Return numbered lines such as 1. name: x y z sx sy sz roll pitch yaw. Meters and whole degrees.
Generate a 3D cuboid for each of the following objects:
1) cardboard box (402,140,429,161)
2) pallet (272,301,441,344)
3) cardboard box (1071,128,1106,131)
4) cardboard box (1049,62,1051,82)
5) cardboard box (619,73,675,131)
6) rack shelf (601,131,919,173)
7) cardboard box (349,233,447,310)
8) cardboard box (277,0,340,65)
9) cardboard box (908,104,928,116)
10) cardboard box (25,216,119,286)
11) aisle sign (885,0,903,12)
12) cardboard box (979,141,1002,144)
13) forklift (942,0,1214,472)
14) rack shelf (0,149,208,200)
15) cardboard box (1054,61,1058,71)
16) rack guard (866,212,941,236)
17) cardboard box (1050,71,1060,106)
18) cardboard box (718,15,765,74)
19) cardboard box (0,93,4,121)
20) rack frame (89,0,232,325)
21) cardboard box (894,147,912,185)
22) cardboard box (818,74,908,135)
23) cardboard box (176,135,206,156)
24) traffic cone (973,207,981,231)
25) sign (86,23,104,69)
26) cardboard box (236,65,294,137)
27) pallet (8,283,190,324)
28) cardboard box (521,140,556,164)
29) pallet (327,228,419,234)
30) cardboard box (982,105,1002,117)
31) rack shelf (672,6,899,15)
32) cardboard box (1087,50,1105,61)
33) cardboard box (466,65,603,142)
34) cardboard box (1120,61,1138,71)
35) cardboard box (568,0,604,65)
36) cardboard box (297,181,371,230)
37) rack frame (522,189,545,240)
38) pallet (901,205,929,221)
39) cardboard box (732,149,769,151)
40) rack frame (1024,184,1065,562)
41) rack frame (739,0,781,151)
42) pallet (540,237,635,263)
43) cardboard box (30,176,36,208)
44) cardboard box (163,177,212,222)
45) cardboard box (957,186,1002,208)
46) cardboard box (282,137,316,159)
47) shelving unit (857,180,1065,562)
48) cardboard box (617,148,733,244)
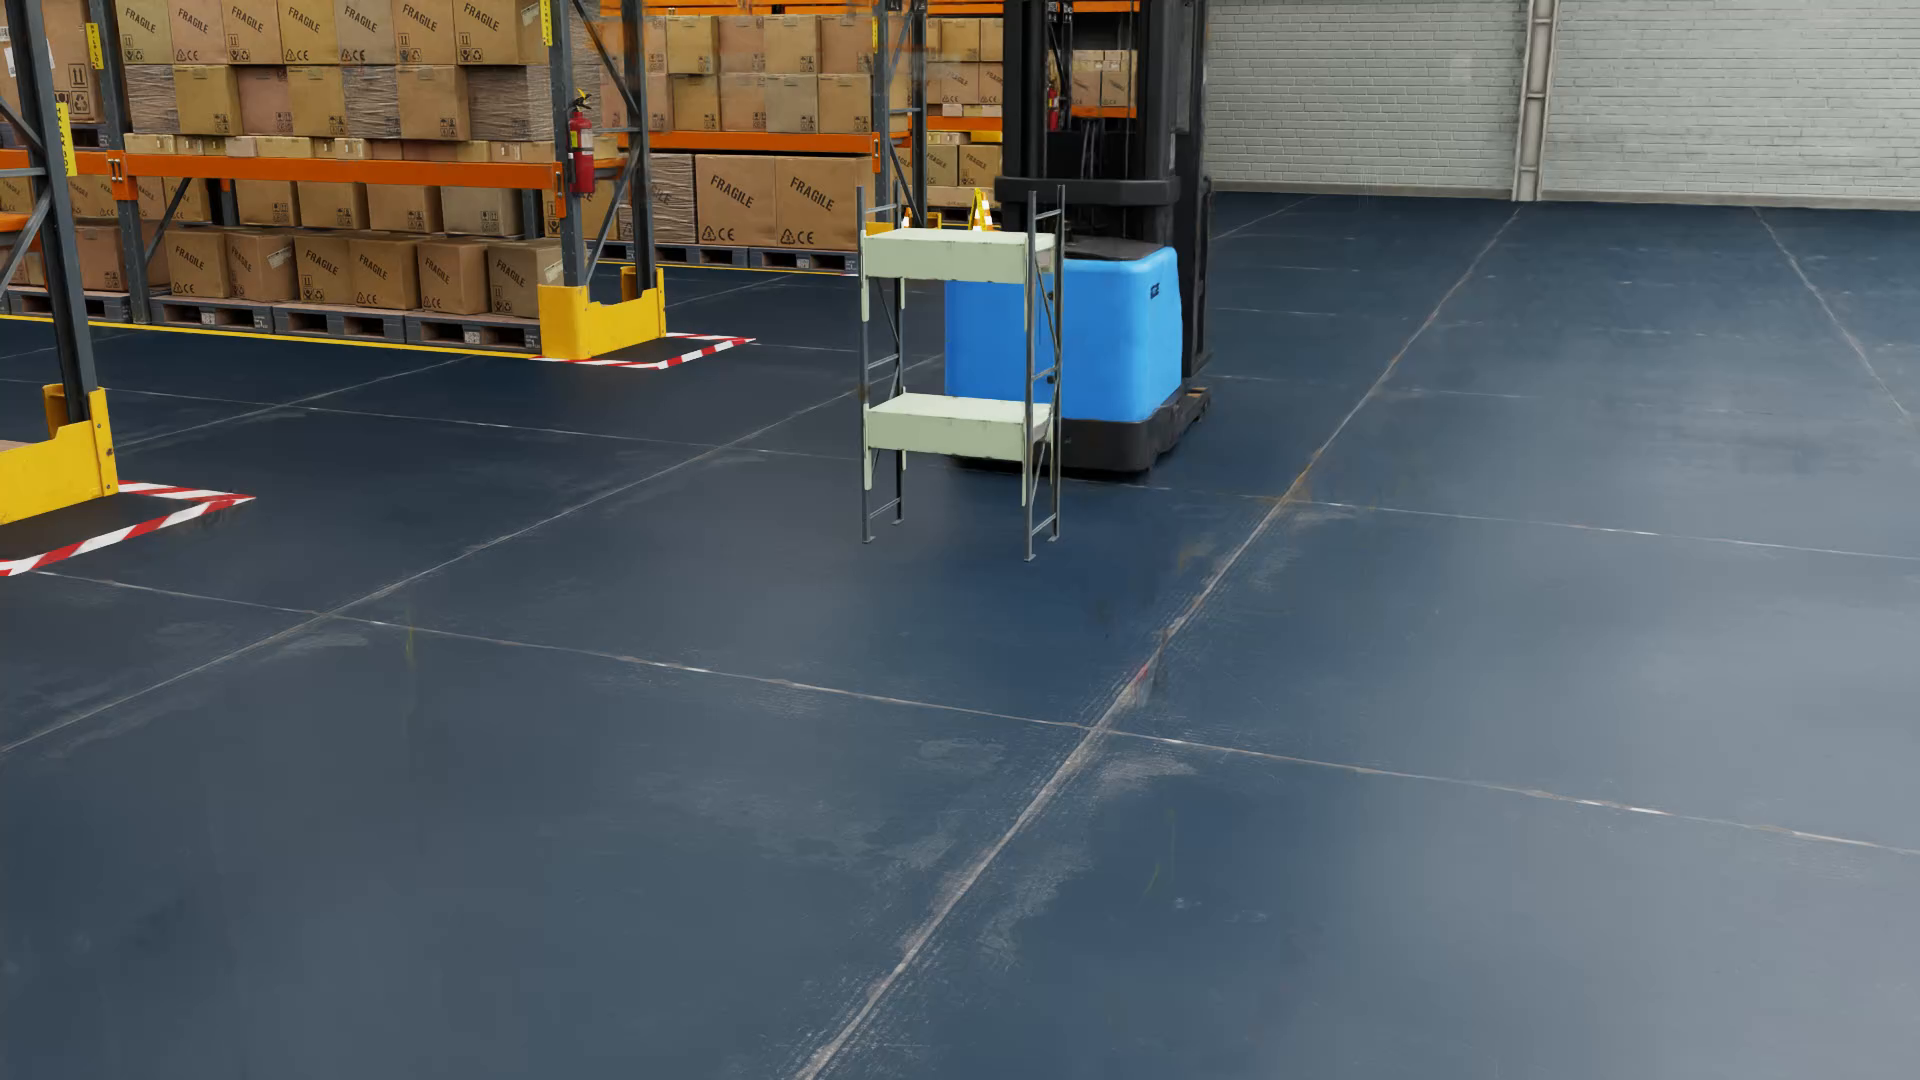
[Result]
1. cardboard box: -3.749 -2.792 11.861 0.250 0.149 0.380 6 17 21
2. pallet: -4.424 -1.719 12.717 1.213 0.211 1.003 6 17 21
3. cardboard box: 1.954 -6.069 25.085 0.500 0.250 0.500 7 17 22
4. cardboard box: 0.817 -5.715 20.765 0.500 0.500 0.500 6 17 20
5. cardboard box: -2.960 -4.420 16.748 0.550 0.550 0.875 6 17 21
6. rack shelf: -2.426 -3.968 16.753 4.000 0.370 1.077 6 17 21
7. cardboard box: -4.199 -2.024 12.495 0.500 0.500 0.500 8 18 26
8. cardboard box: -4.476 -3.651 11.864 0.500 0.500 0.500 6 17 21
9. cardboard box: -0.486 -5.378 20.770 0.250 0.149 0.380 6 17 20
10. cardboard box: -7.201 -2.375 13.670 0.500 0.500 0.700 6 17 20
11. aisle sign: -0.610 -5.273 15.293 0.004 0.787 0.394 6 17 21
12. cardboard box: 0.485 -4.801 21.165 0.500 0.500 0.500 6 17 19
13. forklift: 0.836 -2.110 9.185 1.130 2.935 3.031 5 17 17
14. rack shelf: -8.061 -3.101 13.767 4.000 0.370 1.077 6 17 21
15. cardboard box: 1.589 -7.118 24.968 0.250 0.149 0.380 6 17 19
16. rack guard: -0.544 -2.906 16.288 0.348 0.500 1.175 6 17 21
17. cardboard box: 1.464 -6.829 25.138 0.500 0.500 0.500 6 17 20
18. cardboard box: -1.913 -4.873 16.372 0.550 0.550 0.875 6 17 21
19. cardboard box: -7.847 -3.647 13.417 0.637 0.503 0.797 8 18 26
20. rack frame: -6.201 -3.242 12.962 0.127 3.000 1.000 6 17 21
21. cardboard box: -0.638 -4.765 21.040 0.500 0.500 0.500 6 17 19
22. cardboard box: -0.928 -4.207 16.017 0.550 0.550 0.875 6 17 21
23. cardboard box: -5.641 -2.974 12.489 0.250 0.149 0.380 6 17 21
24. traffic cone: 0.192 -3.572 18.647 0.334 0.463 0.336 6 17 21
25. sign: -6.401 -3.654 12.303 0.005 0.325 0.100 6 17 21
26. cardboard box: -4.851 -3.286 12.399 0.500 0.500 0.875 6 17 21
27. pallet: -6.926 -1.982 13.624 1.213 0.211 1.003 6 17 21
28. cardboard box: -2.821 -2.688 11.504 0.250 0.149 0.380 6 17 21
29. pallet: -6.171 -3.363 18.379 1.213 0.211 1.003 6 17 21
30. cardboard box: 0.454 -5.263 20.372 0.250 0.149 0.380 6 17 20
31. rack shelf: -2.607 -8.400 26.638 4.000 0.370 1.077 6 17 21
32. cardboard box: 2.069 -7.212 24.761 0.250 0.149 0.380 7 17 22
33. cardboard box: -2.981 -3.087 11.715 0.500 0.500 0.875 6 17 21
34. cardboard box: 2.549 -7.013 24.609 0.250 0.149 0.380 7 17 21
35. cardboard box: -2.891 -3.631 11.795 0.500 0.500 0.500 6 17 21
36. cardboard box: -6.660 -3.875 18.422 0.750 0.750 1.050 7 17 21
37. rack frame: -4.287 -4.518 17.357 0.127 3.000 1.000 6 17 21
38. pallet: -0.788 -4.289 21.571 1.213 0.211 1.003 6 17 21
39. cardboard box: -3.282 -6.439 27.478 0.625 0.625 0.875 7 18 22
40. rack frame: 0.347 -0.682 6.833 0.023 1.500 0.400 6 17 21
41. rack frame: -2.565 -5.813 21.815 0.127 3.000 1.000 6 17 21
42. pallet: -3.608 -3.081 17.408 1.213 0.211 1.003 6 17 21
43. cardboard box: -10.646 -4.140 19.784 0.500 0.500 0.500 7 18 23
44. cardboard box: -8.716 -3.928 19.055 0.500 0.500 0.500 6 17 20
45. cardboard box: 0.283 -4.300 20.783 0.500 0.250 0.500 6 17 20
46. cardboard box: -4.711 -2.872 12.136 0.250 0.149 0.380 6 17 21
47. shelving unit: 0.006 -0.720 6.962 0.755 1.500 0.431 6 17 21
48. cardboard box: -2.888 -3.526 16.997 0.875 0.875 0.875 6 17 21
